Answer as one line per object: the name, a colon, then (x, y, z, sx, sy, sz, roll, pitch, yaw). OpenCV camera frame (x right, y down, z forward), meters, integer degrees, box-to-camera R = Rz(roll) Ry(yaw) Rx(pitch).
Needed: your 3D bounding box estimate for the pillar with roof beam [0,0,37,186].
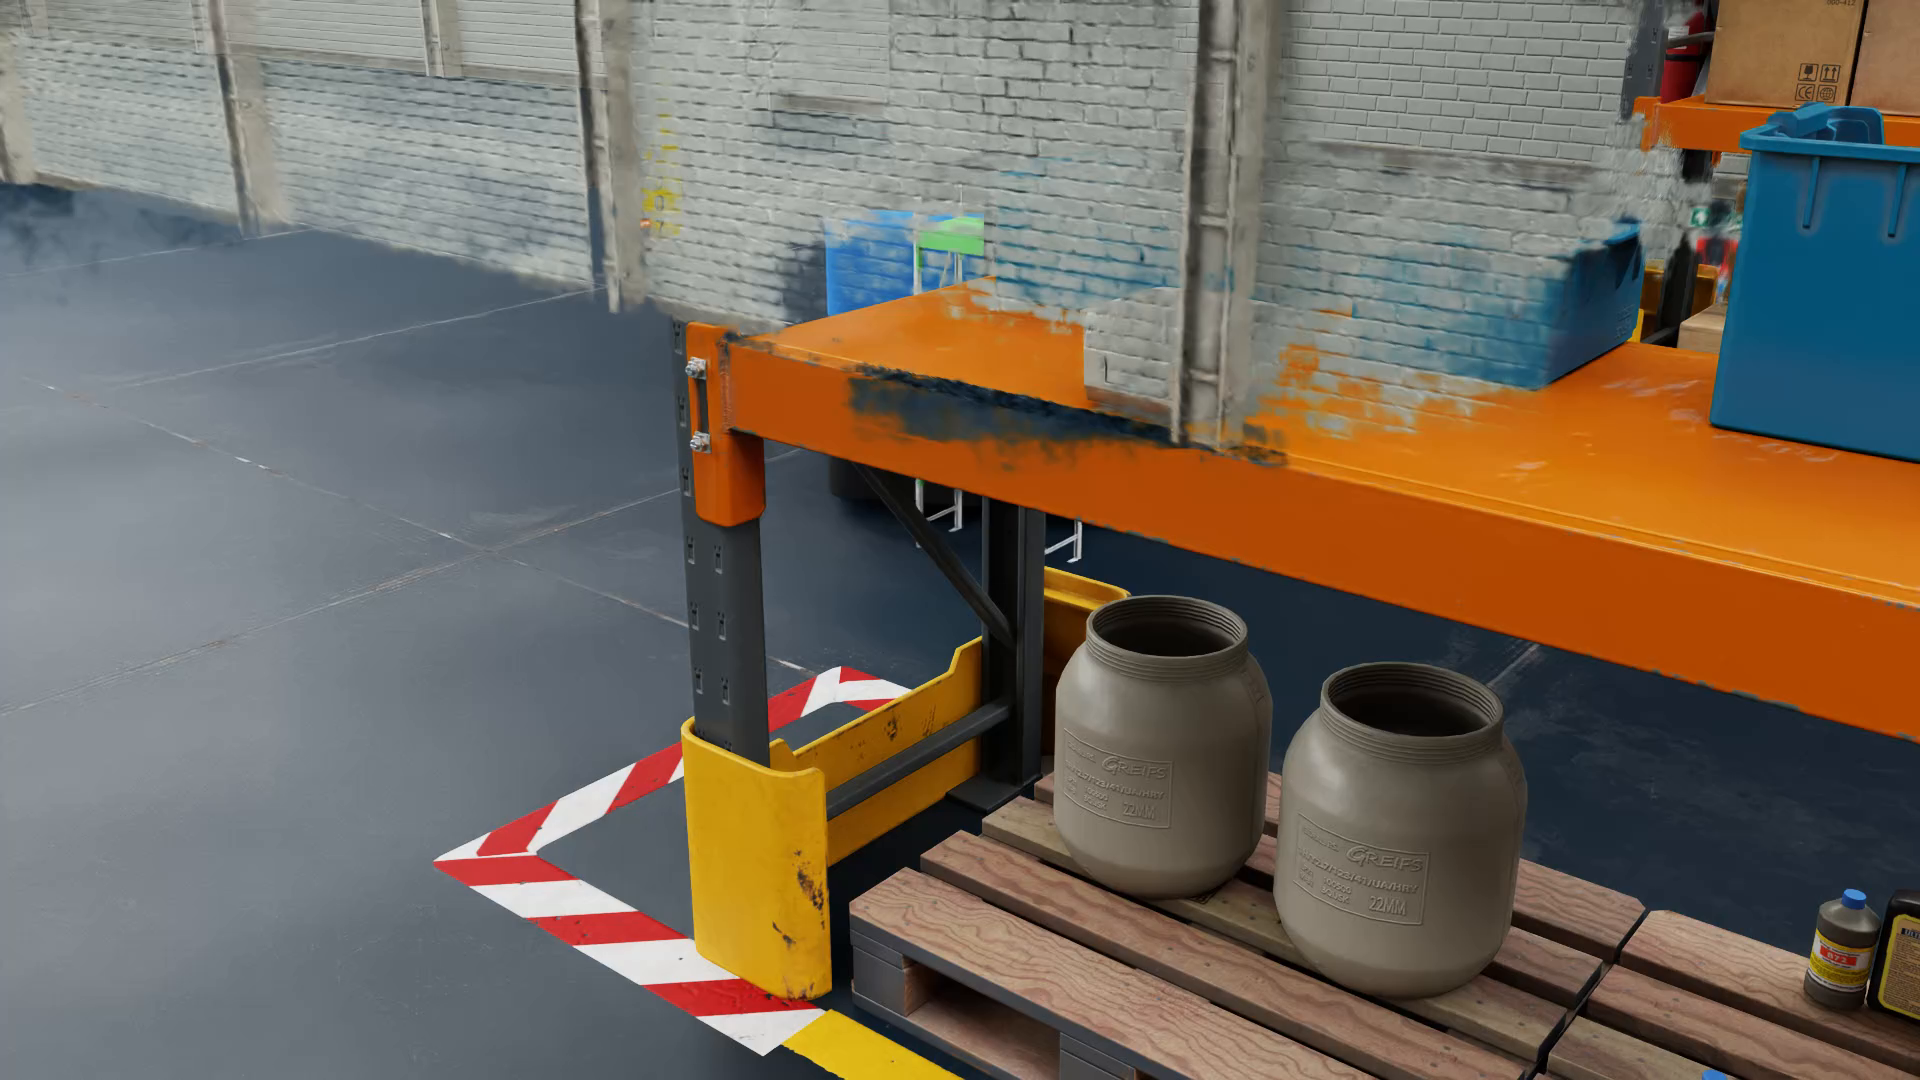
pillar with roof beam: (-18.772, -11.802, 24.211, 0.400, 9.000, 9.100, 16, 26, 36)

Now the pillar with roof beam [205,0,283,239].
pillar with roof beam: (-14.123, -10.463, 20.661, 0.400, 9.000, 9.100, 16, 26, 36)

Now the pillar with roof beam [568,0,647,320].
pillar with roof beam: (-9.475, -9.124, 17.111, 0.400, 9.000, 9.100, 16, 26, 36)

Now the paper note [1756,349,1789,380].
paper note: (0.560, -5.025, 15.991, 0.142, 0.148, 0.016, 16, 26, 36)

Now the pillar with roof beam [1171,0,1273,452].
pillar with roof beam: (-4.827, -7.786, 13.561, 0.400, 9.000, 9.100, 16, 26, 36)

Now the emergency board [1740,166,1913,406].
emergency board: (0.653, -5.379, 15.680, 0.643, 1.169, 0.194, 16, 26, 36)
